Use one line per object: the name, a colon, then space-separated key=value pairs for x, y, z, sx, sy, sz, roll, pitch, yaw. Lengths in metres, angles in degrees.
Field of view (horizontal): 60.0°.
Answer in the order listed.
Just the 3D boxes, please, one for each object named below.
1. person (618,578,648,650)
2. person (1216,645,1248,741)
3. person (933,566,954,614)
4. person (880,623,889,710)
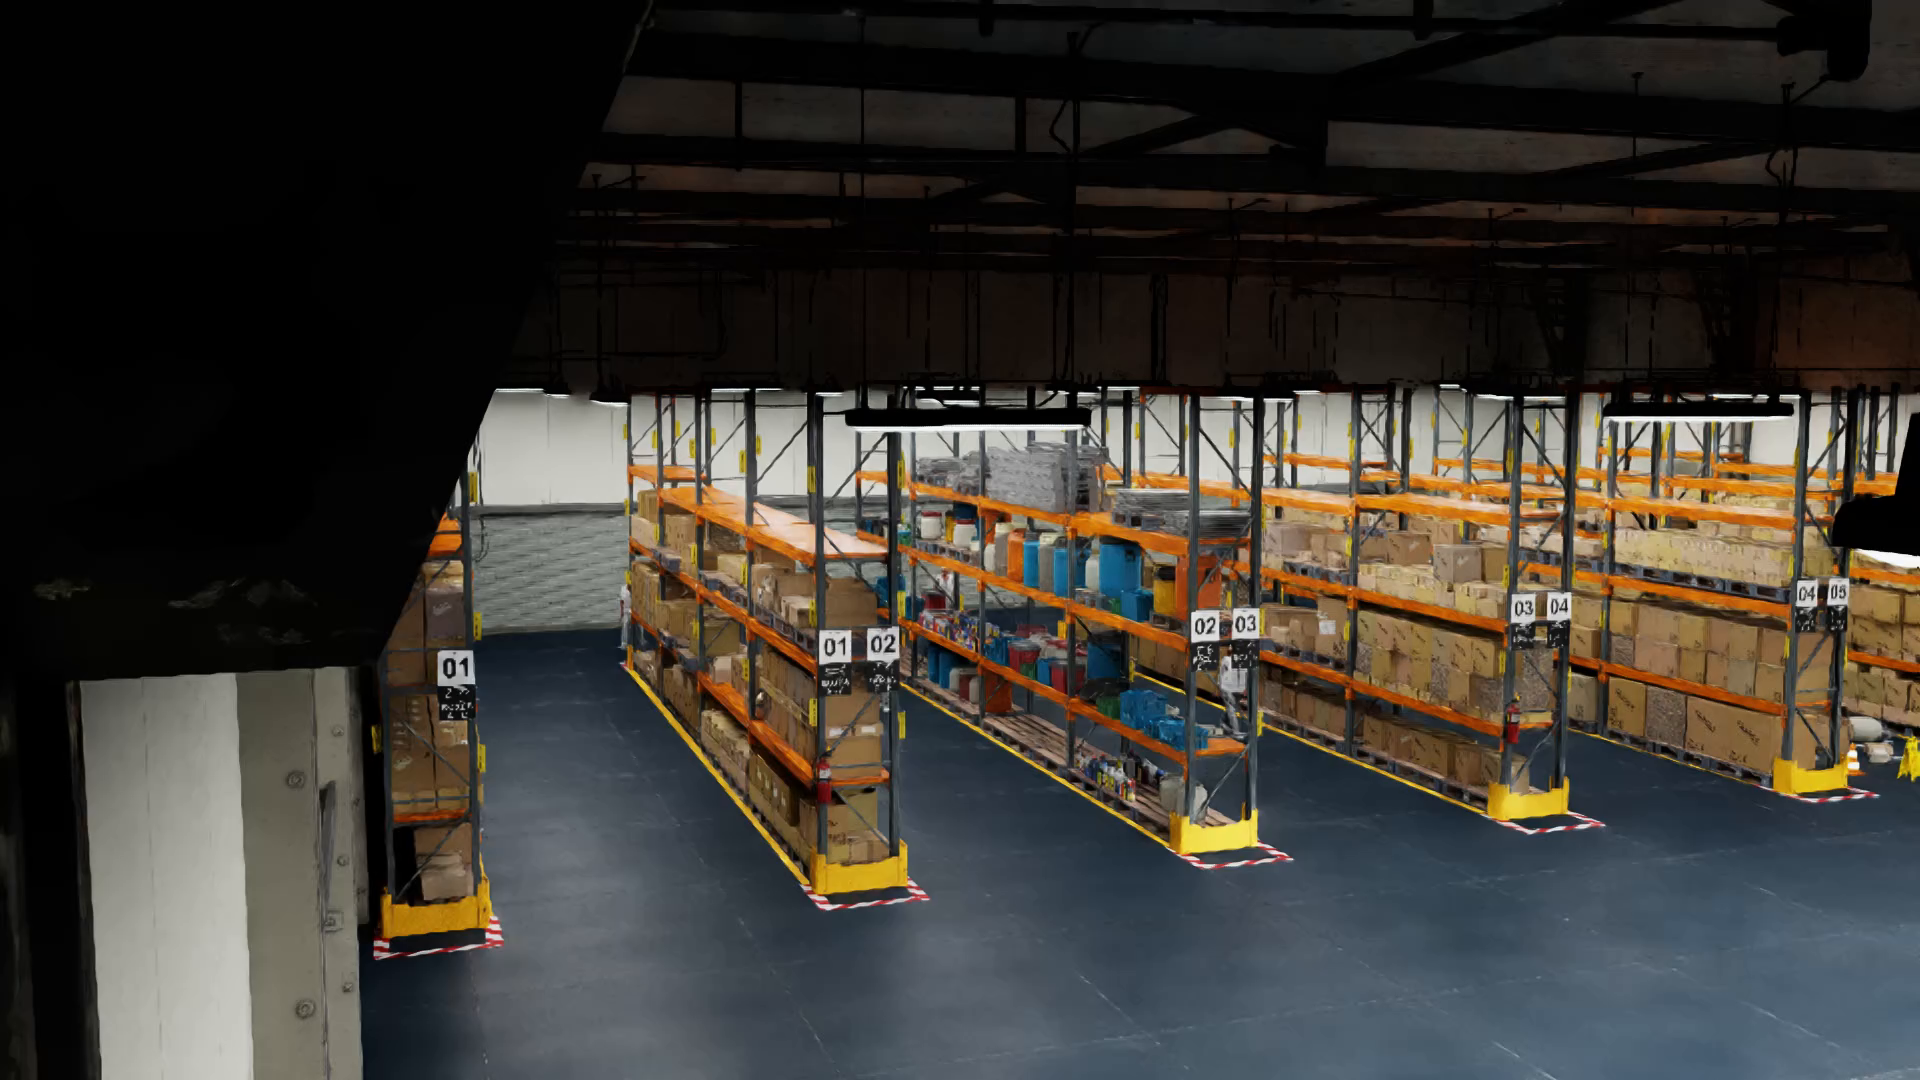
person: x=-7.417 y=1.603 z=37.651 sx=0.619 sy=1.715 sz=0.973 roll=0 pitch=6 yaw=3
person: x=4.707 y=2.539 z=28.465 sx=0.542 sy=1.700 sz=1.119 roll=-2 pitch=6 yaw=-21
person: x=-0.343 y=1.401 z=39.403 sx=0.567 sy=1.736 sz=1.044 roll=-2 pitch=6 yaw=-20
person: x=-1.384 y=2.357 z=30.852 sx=0.469 sy=1.570 sz=0.399 roll=5 pitch=8 yaw=39
